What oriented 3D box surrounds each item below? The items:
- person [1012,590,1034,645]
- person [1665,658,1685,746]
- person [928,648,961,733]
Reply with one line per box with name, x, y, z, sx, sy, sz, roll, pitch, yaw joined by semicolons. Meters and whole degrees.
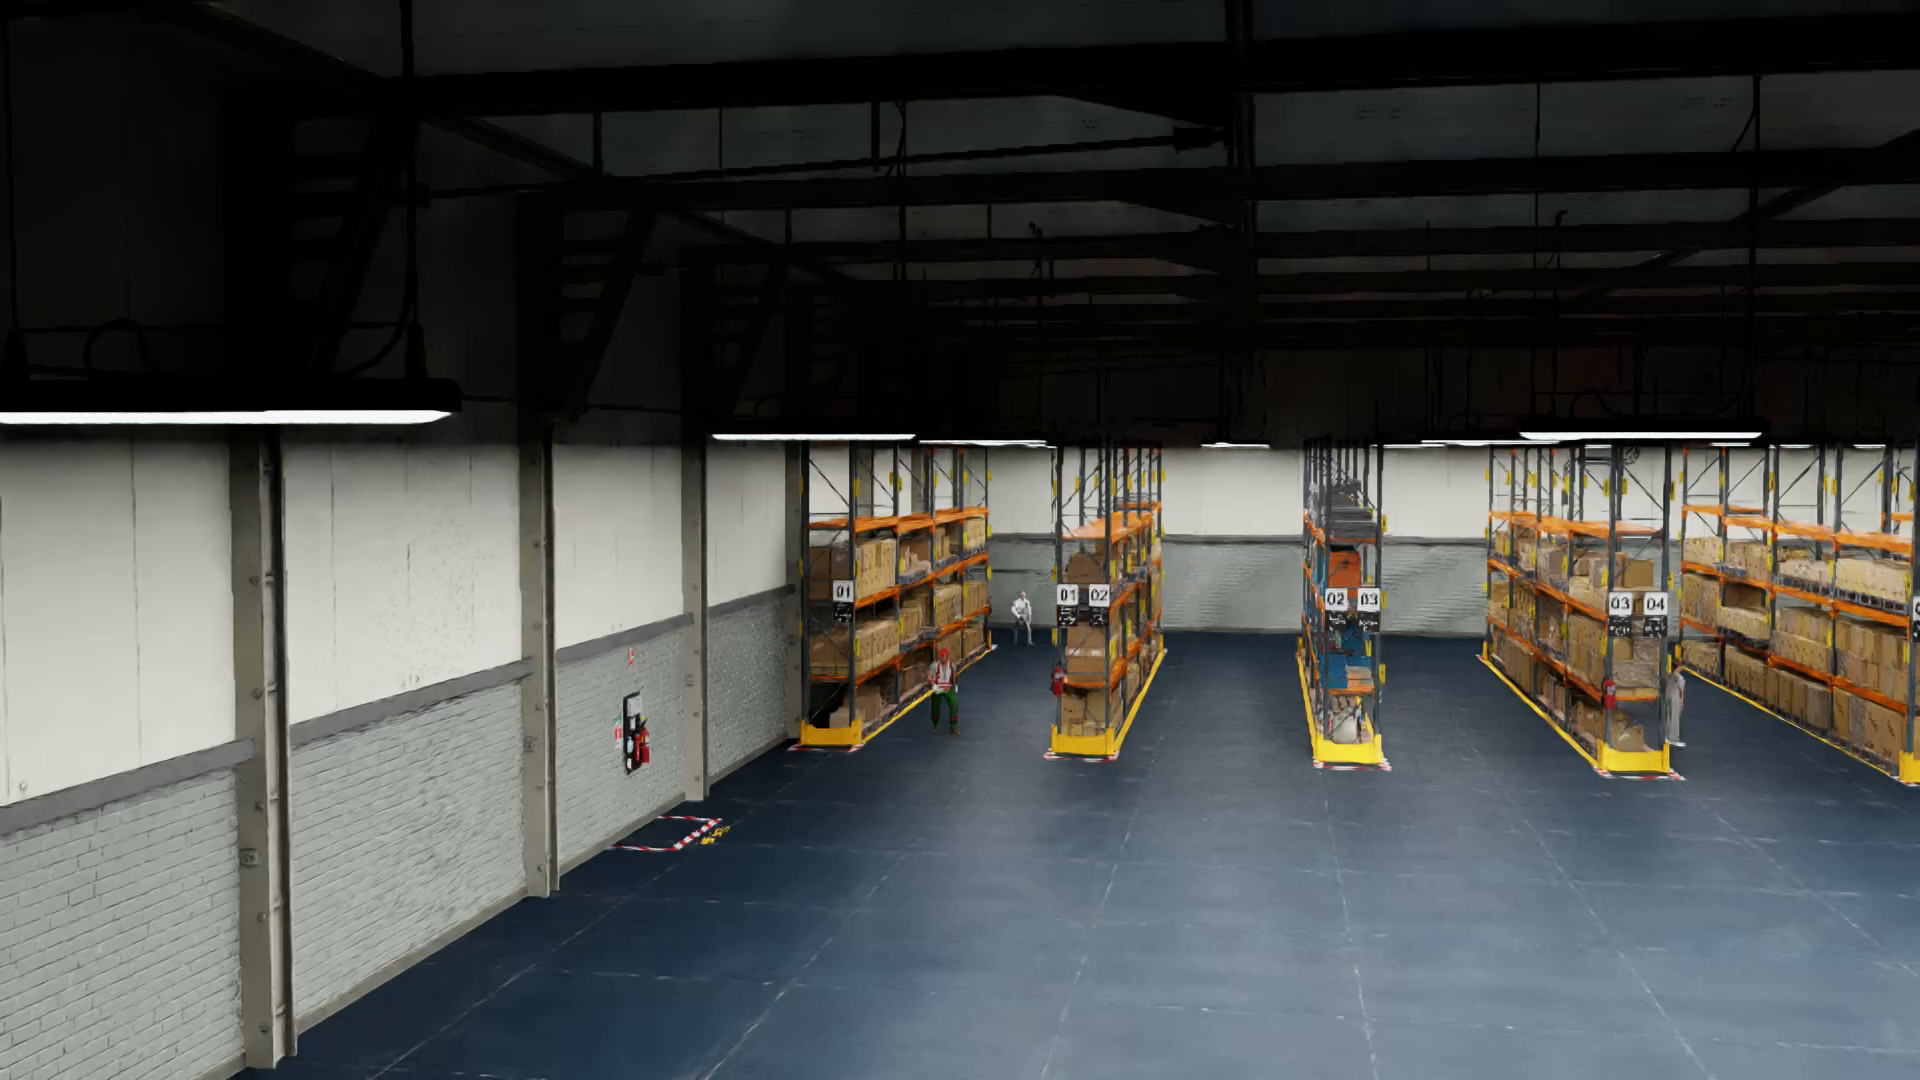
person;1.820;2.267;48.921;0.639;1.610;0.807;0;3;-6
person;13.857;3.118;32.217;0.389;1.666;0.536;-1;3;-11
person;-0.336;3.031;33.618;0.673;1.731;0.751;-1;3;-11
